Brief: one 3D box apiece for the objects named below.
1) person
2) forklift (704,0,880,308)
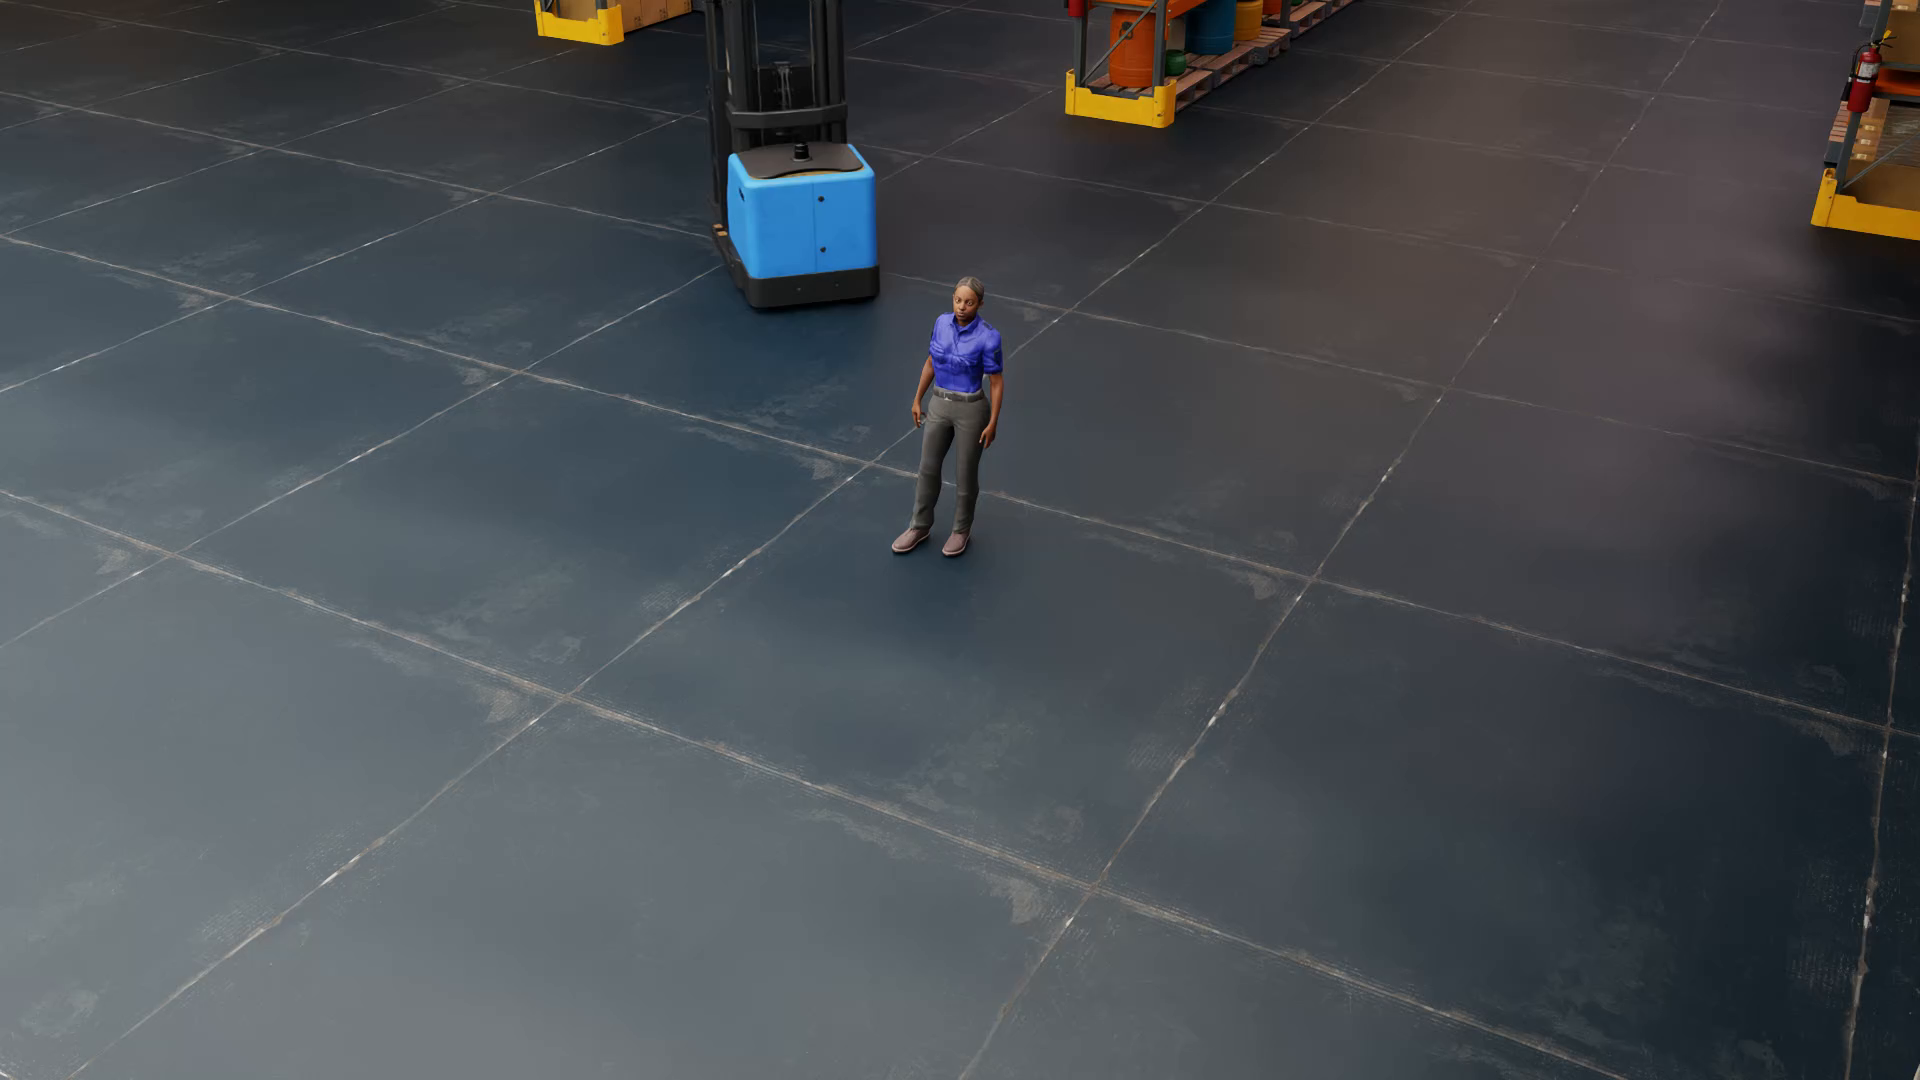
[{"bbox_3d":[-0.060,-0.689,9.527,0.569,1.656,0.503,15,33,25],"label":"person"},{"bbox_3d":[-1.544,-3.809,13.670,1.130,2.935,3.031,-8,31,-14],"label":"forklift"}]
